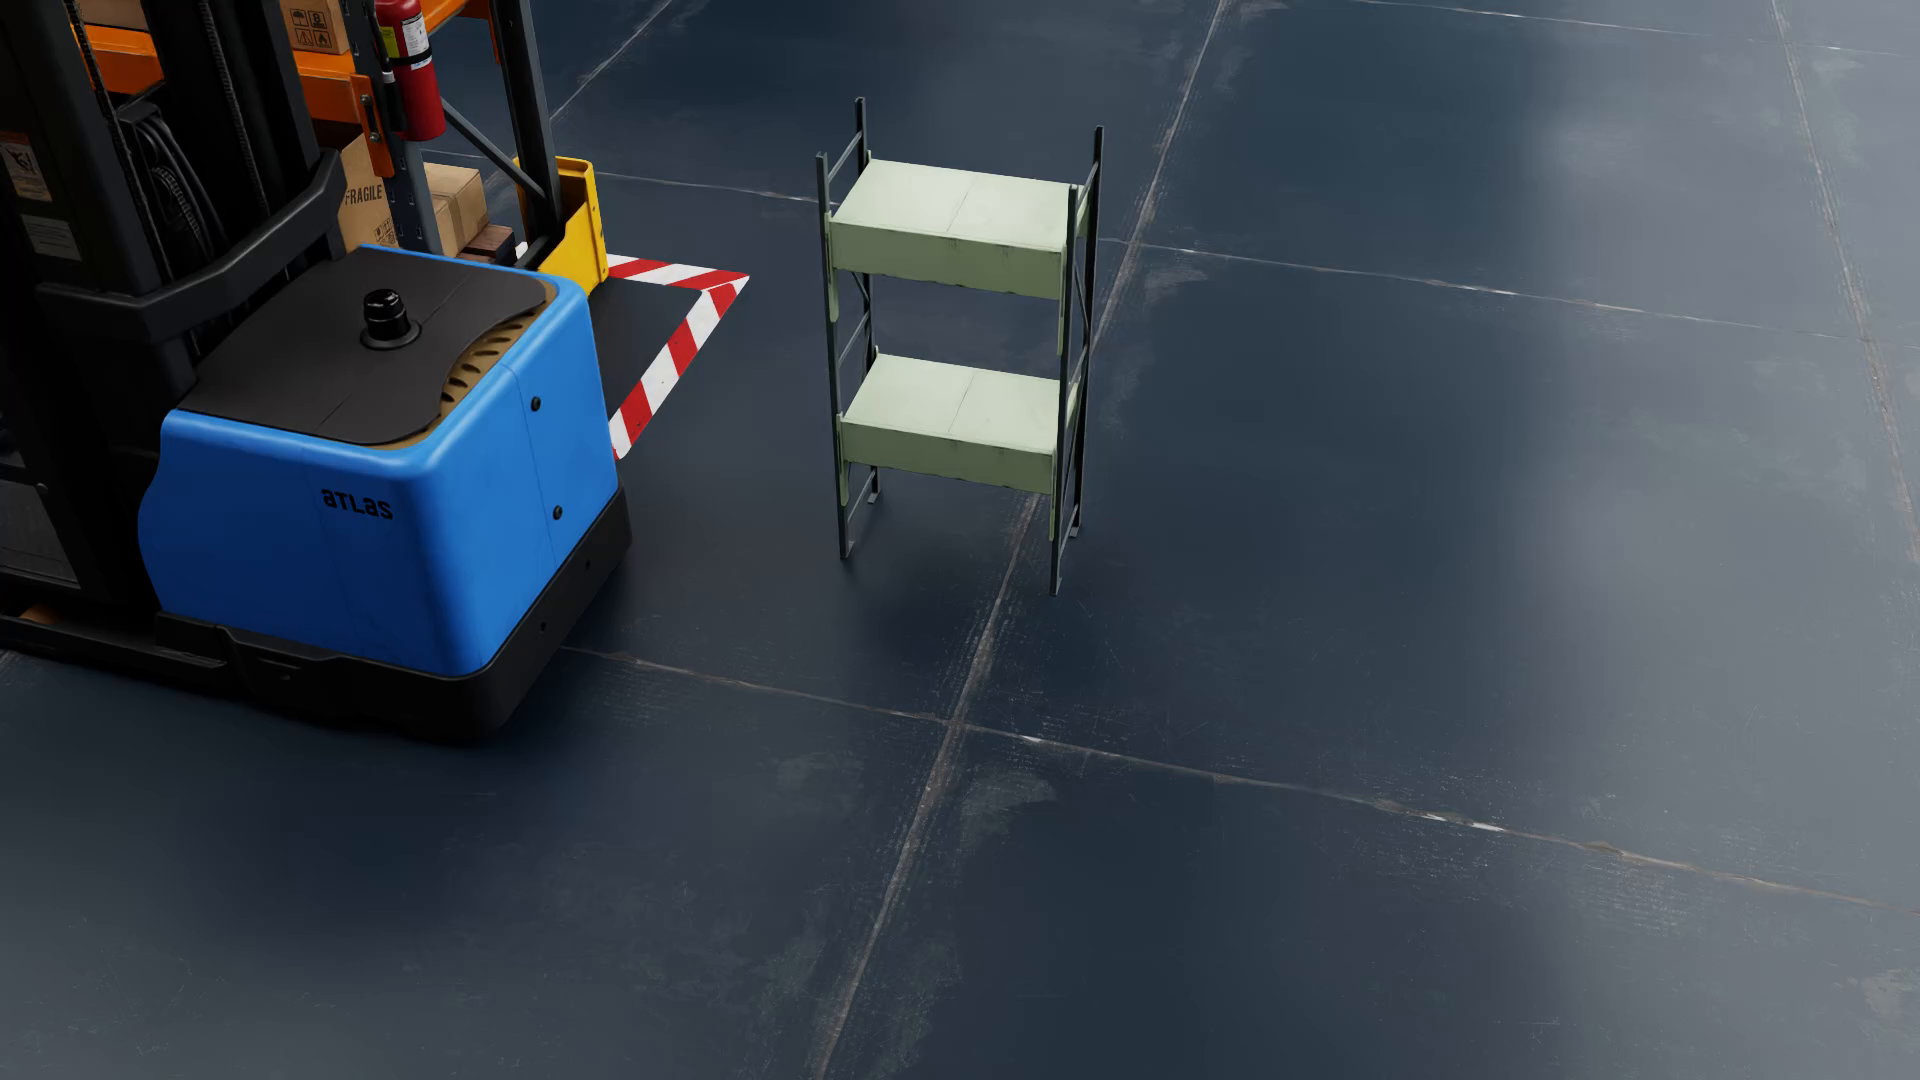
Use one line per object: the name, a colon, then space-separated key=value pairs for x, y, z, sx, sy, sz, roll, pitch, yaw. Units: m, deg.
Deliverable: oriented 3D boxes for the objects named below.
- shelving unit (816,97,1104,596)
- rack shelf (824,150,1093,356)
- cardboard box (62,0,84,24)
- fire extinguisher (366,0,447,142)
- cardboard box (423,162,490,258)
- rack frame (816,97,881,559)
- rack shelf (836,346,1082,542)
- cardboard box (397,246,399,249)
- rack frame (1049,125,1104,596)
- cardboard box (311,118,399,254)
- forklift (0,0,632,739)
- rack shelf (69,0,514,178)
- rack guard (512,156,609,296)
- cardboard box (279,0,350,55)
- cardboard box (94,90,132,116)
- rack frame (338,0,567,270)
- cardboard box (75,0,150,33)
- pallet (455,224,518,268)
shelving unit: x=0.006 y=-0.573 z=5.266 sx=0.755 sy=1.500 sz=0.431 roll=10 pitch=41 yaw=11
rack shelf: x=0.006 y=-0.872 z=5.015 sx=0.720 sy=0.370 sz=0.431 roll=10 pitch=41 yaw=11
cardboard box: x=-3.260 y=-2.280 z=6.055 sx=0.500 sy=0.500 sz=0.700 roll=10 pitch=41 yaw=12
fire extinguisher: x=-1.832 y=-1.648 z=5.440 sx=0.183 sy=0.674 sz=0.296 roll=10 pitch=41 yaw=11
cardboard box: x=-2.287 y=-1.321 z=6.802 sx=0.500 sy=0.250 sz=0.500 roll=10 pitch=41 yaw=11
rack frame: x=-0.347 y=-0.634 z=5.339 sx=0.023 sy=1.500 sz=0.400 roll=10 pitch=41 yaw=11
rack shelf: x=0.006 y=-0.324 z=5.476 sx=0.720 sy=0.370 sz=0.431 roll=10 pitch=41 yaw=11
cardboard box: x=-2.420 y=-0.999 z=6.419 sx=0.500 sy=0.250 sz=0.500 roll=10 pitch=41 yaw=11
rack frame: x=0.360 y=-0.512 z=5.194 sx=0.023 sy=1.500 sz=0.400 roll=10 pitch=41 yaw=11
cardboard box: x=-2.421 y=-1.285 z=6.176 sx=0.500 sy=0.500 sz=0.500 roll=10 pitch=41 yaw=11
forklift: x=-2.686 y=-1.069 z=4.744 sx=3.031 sy=2.935 sz=1.130 roll=11 pitch=41 yaw=13
rack shelf: x=-3.758 y=-2.043 z=6.410 sx=4.000 sy=0.370 sz=1.077 roll=10 pitch=41 yaw=11
rack guard: x=-1.803 y=-1.025 z=6.582 sx=0.348 sy=0.500 sz=1.175 roll=10 pitch=41 yaw=11
cardboard box: x=-2.274 y=-2.110 z=5.852 sx=0.500 sy=0.500 sz=0.700 roll=10 pitch=41 yaw=11
cardboard box: x=-3.391 y=-1.442 z=6.364 sx=0.500 sy=0.500 sz=0.500 roll=10 pitch=41 yaw=11
rack frame: x=-1.826 y=-1.986 z=5.782 sx=0.127 sy=3.000 sz=1.000 roll=10 pitch=41 yaw=11
cardboard box: x=-2.782 y=-2.194 z=5.952 sx=0.500 sy=0.500 sz=0.700 roll=11 pitch=41 yaw=13
pallet: x=-2.576 y=-1.019 z=6.799 sx=1.213 sy=0.211 sz=1.003 roll=10 pitch=41 yaw=11
